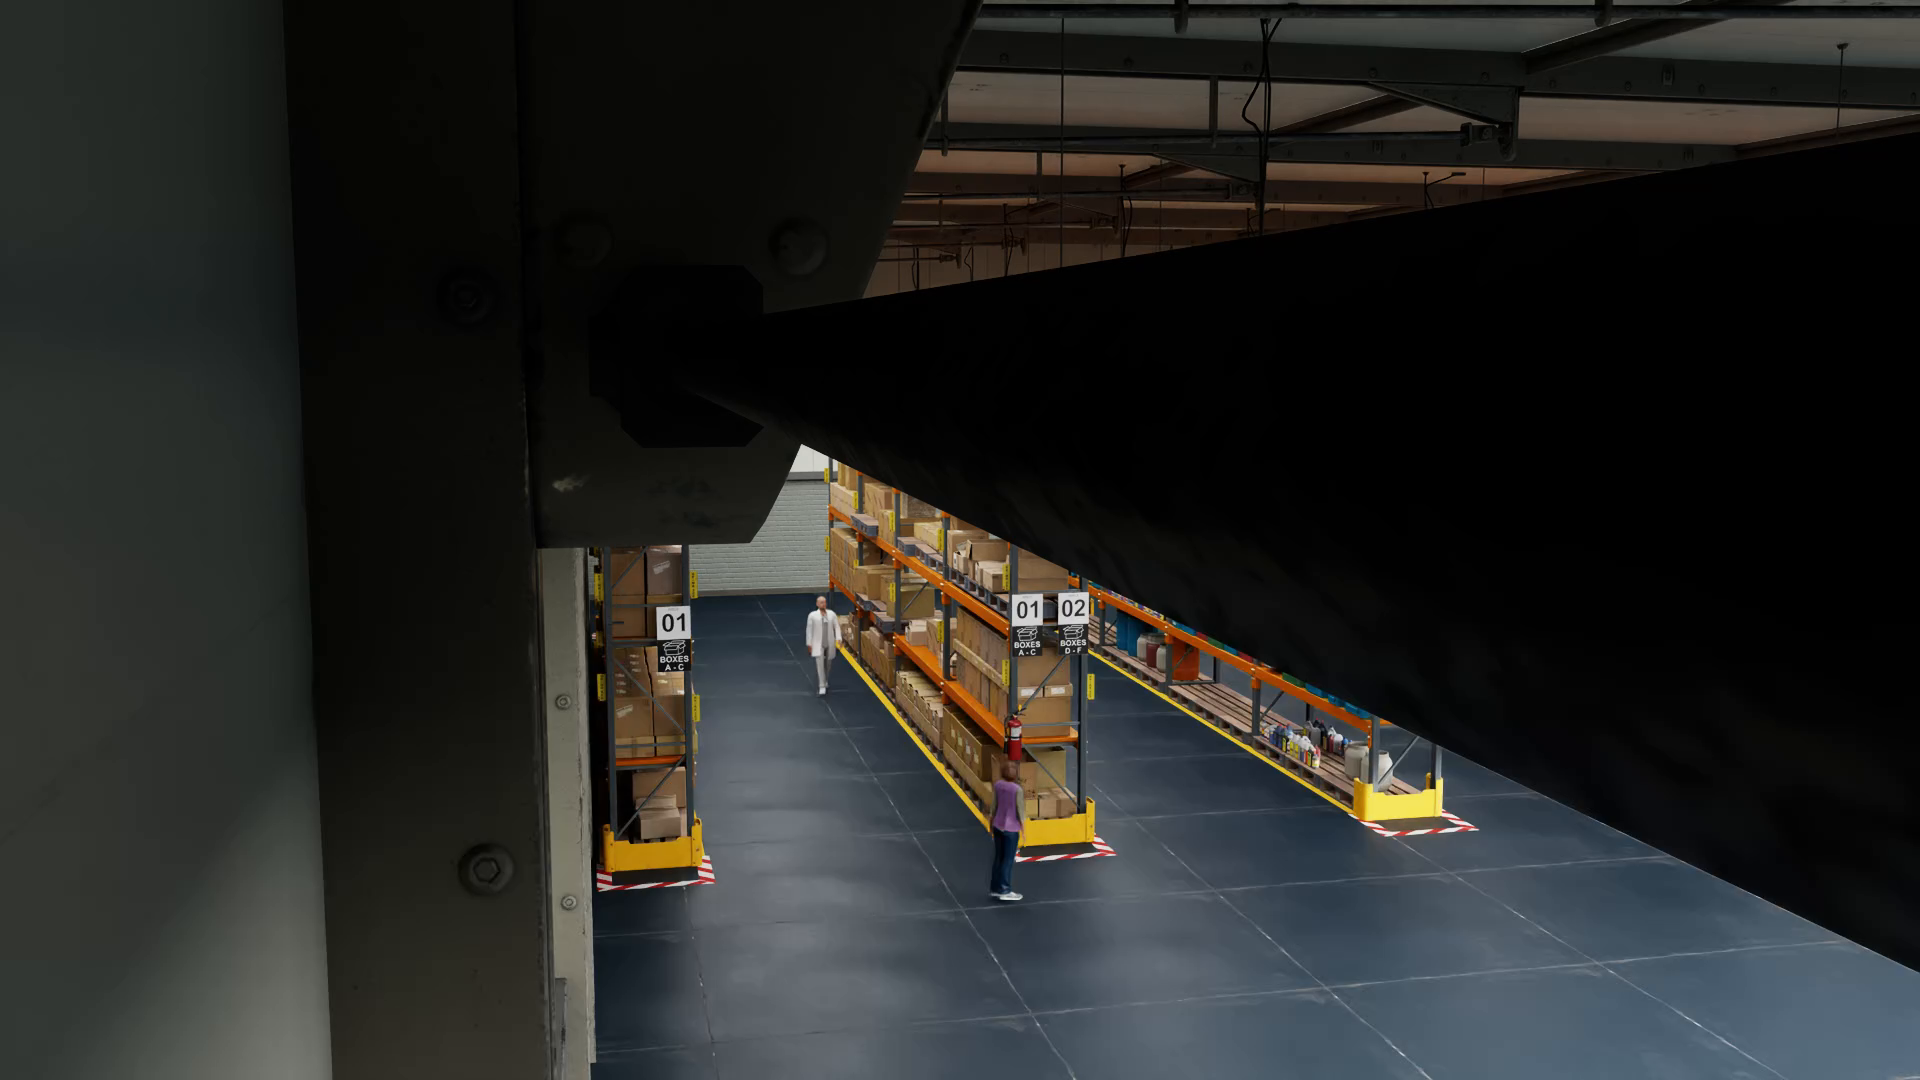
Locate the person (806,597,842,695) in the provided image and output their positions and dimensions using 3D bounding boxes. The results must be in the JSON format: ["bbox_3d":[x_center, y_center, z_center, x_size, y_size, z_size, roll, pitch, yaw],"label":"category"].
[{"bbox_3d":[-2.446,1.888,30.023,0.629,1.710,1.125,-2,7,-14],"label":"person"}]

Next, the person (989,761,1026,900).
[{"bbox_3d":[0.541,3.299,18.940,0.343,1.603,0.520,-6,9,-43],"label":"person"}]
